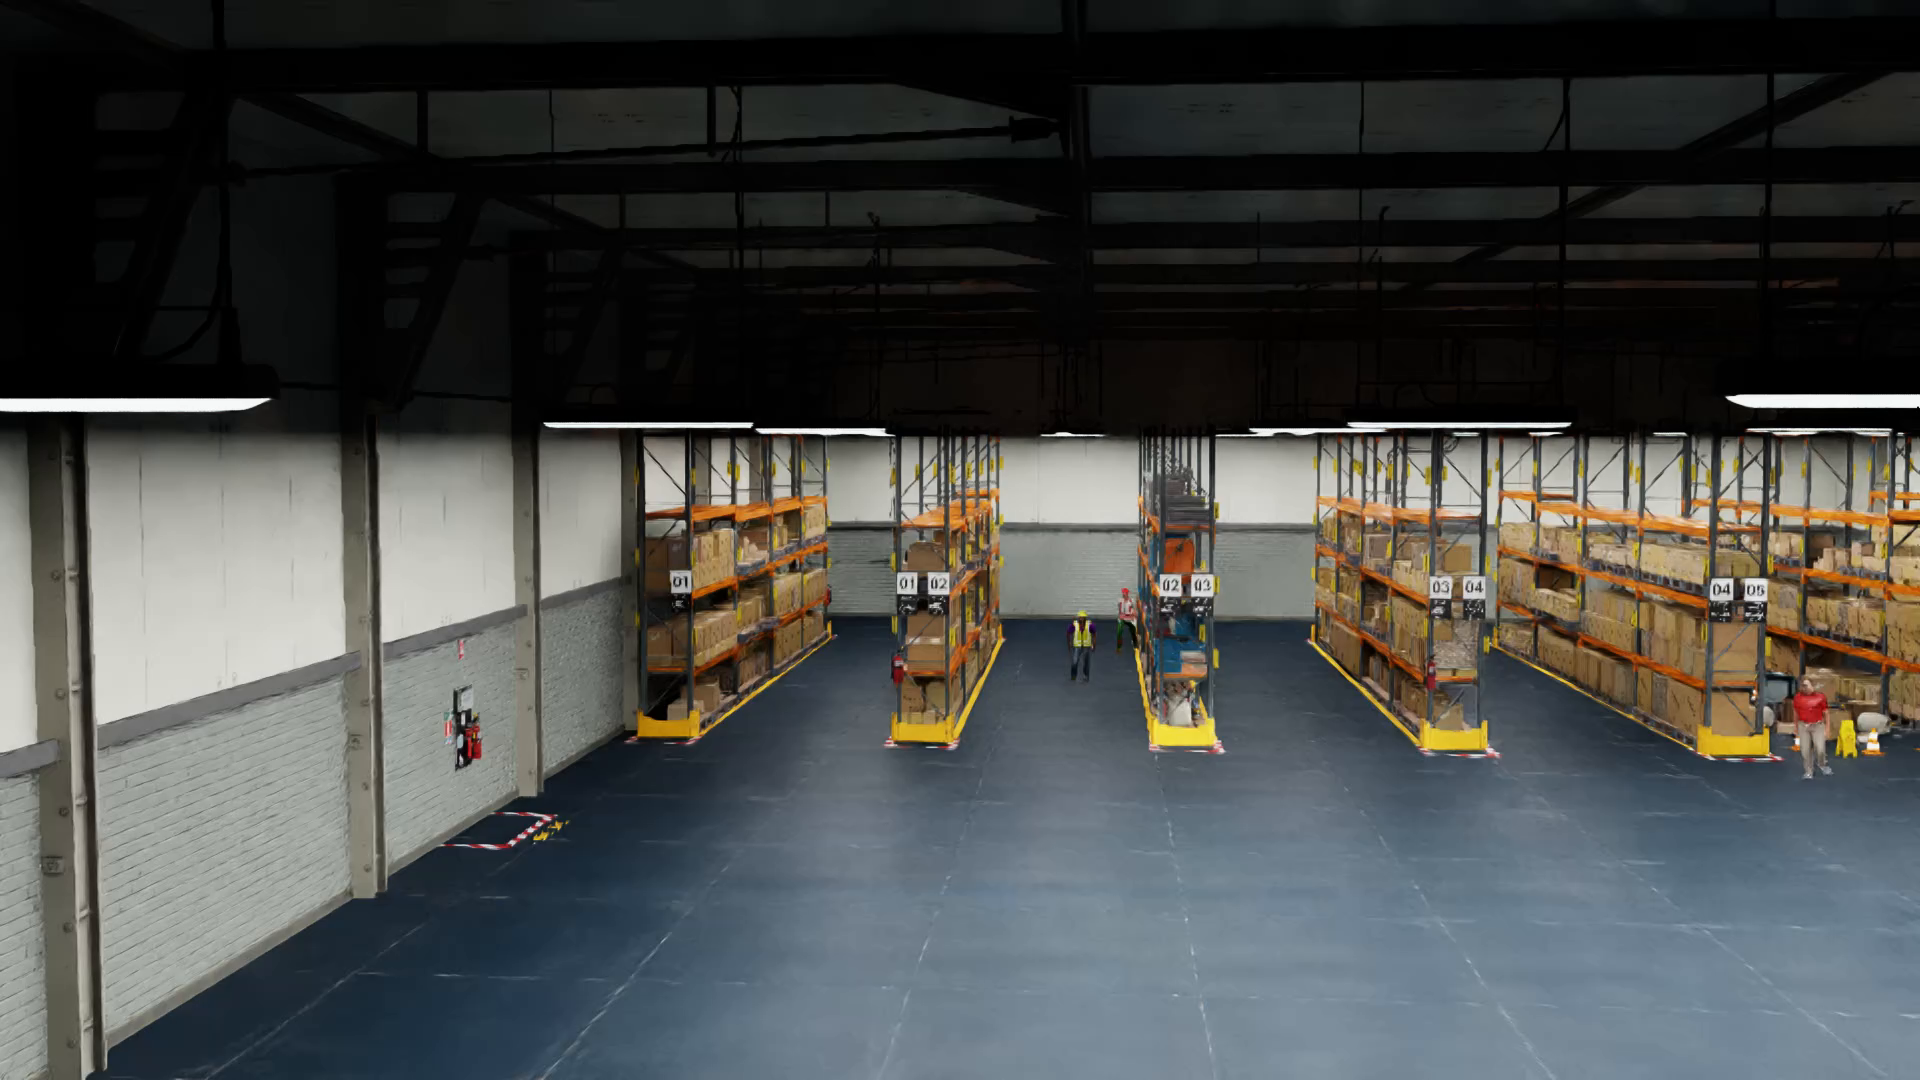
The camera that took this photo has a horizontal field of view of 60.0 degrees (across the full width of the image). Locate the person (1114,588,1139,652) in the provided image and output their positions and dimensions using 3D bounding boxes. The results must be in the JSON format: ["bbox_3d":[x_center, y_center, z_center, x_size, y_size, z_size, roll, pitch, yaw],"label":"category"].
[{"bbox_3d":[4.506,2.139,44.799,0.596,1.737,0.992,2,4,25],"label":"person"}]

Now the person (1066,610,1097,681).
[{"bbox_3d":[2.862,2.492,39.144,0.719,1.714,0.578,0,3,3],"label":"person"}]

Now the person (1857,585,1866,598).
[{"bbox_3d":[25.673,1.994,47.042,0.471,1.712,0.690,-1,4,-22],"label":"person"}]

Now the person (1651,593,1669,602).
[{"bbox_3d":[20.750,1.916,49.229,0.523,1.689,0.593,-2,4,-31],"label":"person"}]

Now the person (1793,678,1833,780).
[{"bbox_3d":[14.364,3.162,28.000,0.605,1.716,0.549,3,5,42],"label":"person"}]
